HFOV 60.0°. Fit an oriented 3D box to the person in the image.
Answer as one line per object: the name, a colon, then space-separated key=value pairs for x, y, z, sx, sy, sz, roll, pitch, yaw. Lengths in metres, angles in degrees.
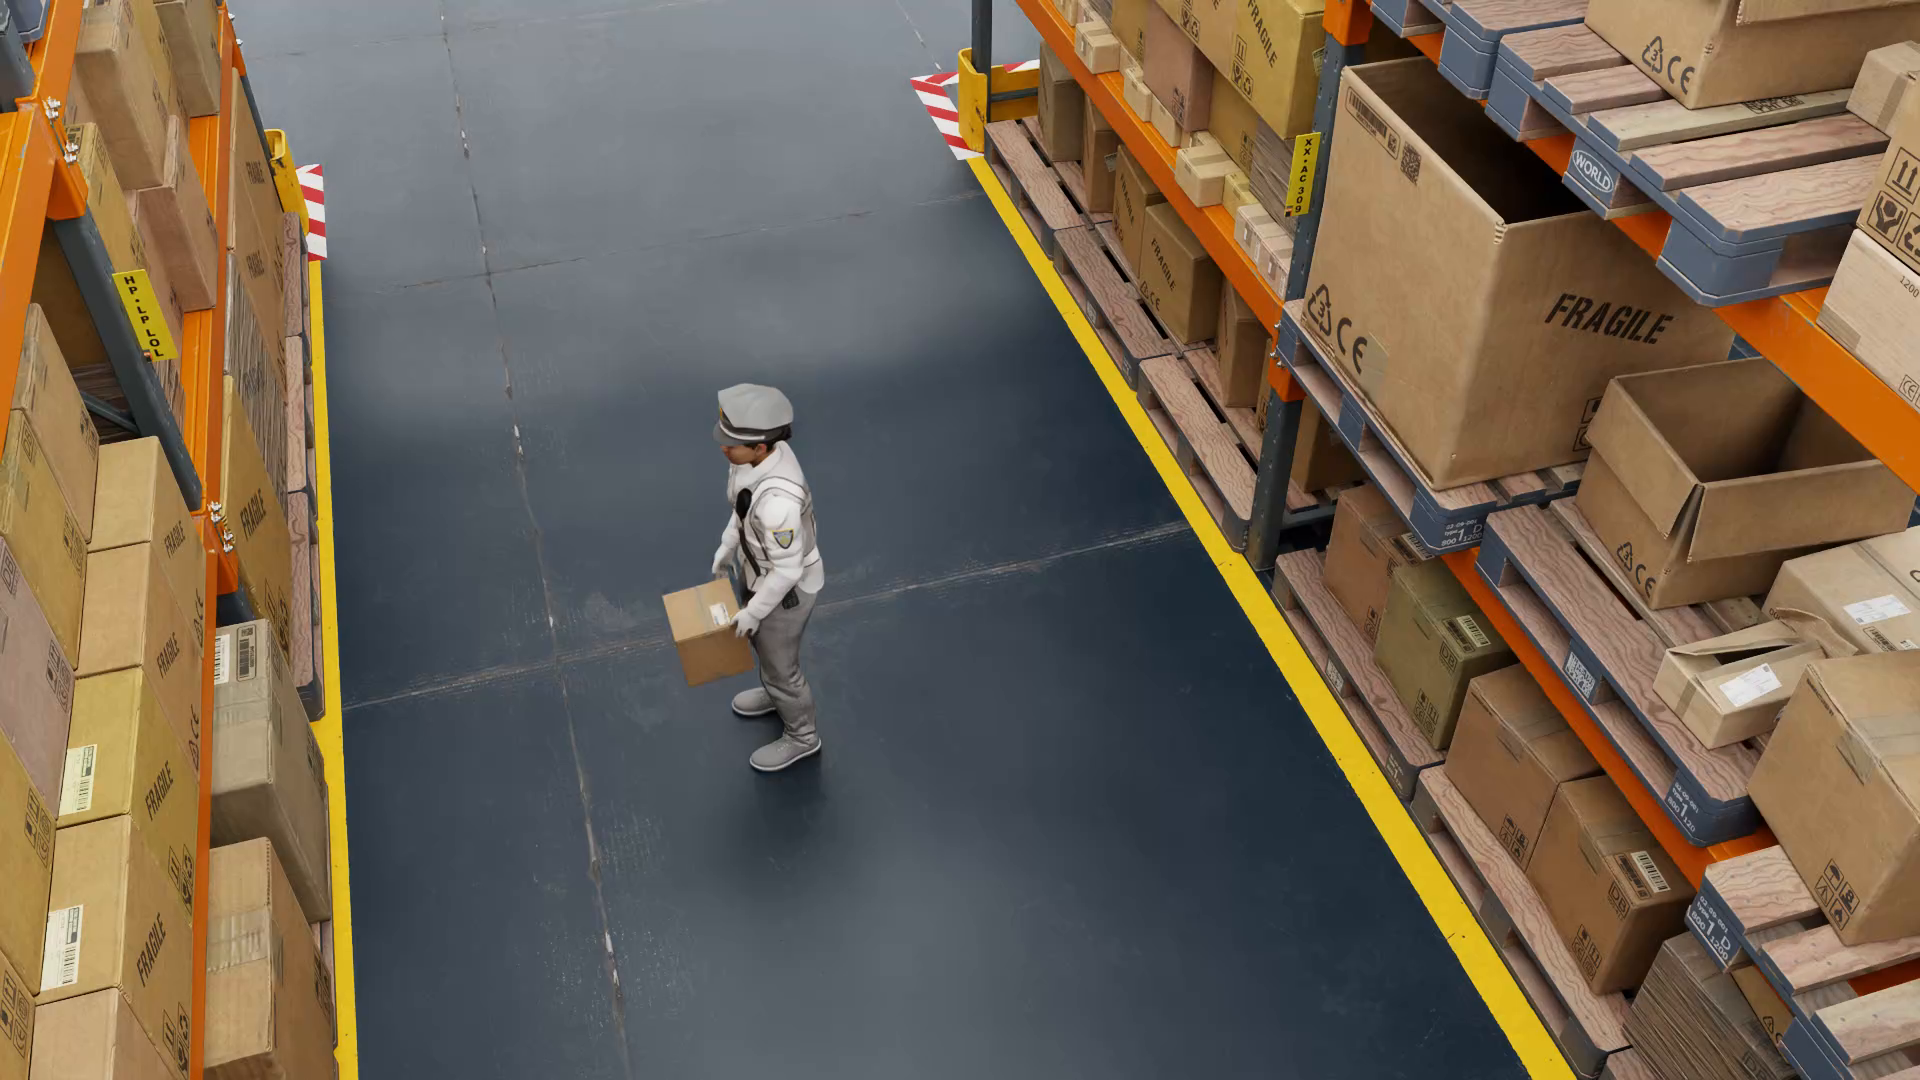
person: x=-0.698 y=0.124 z=5.966 sx=0.343 sy=1.616 sz=0.428 roll=-13 pitch=44 yaw=-14
